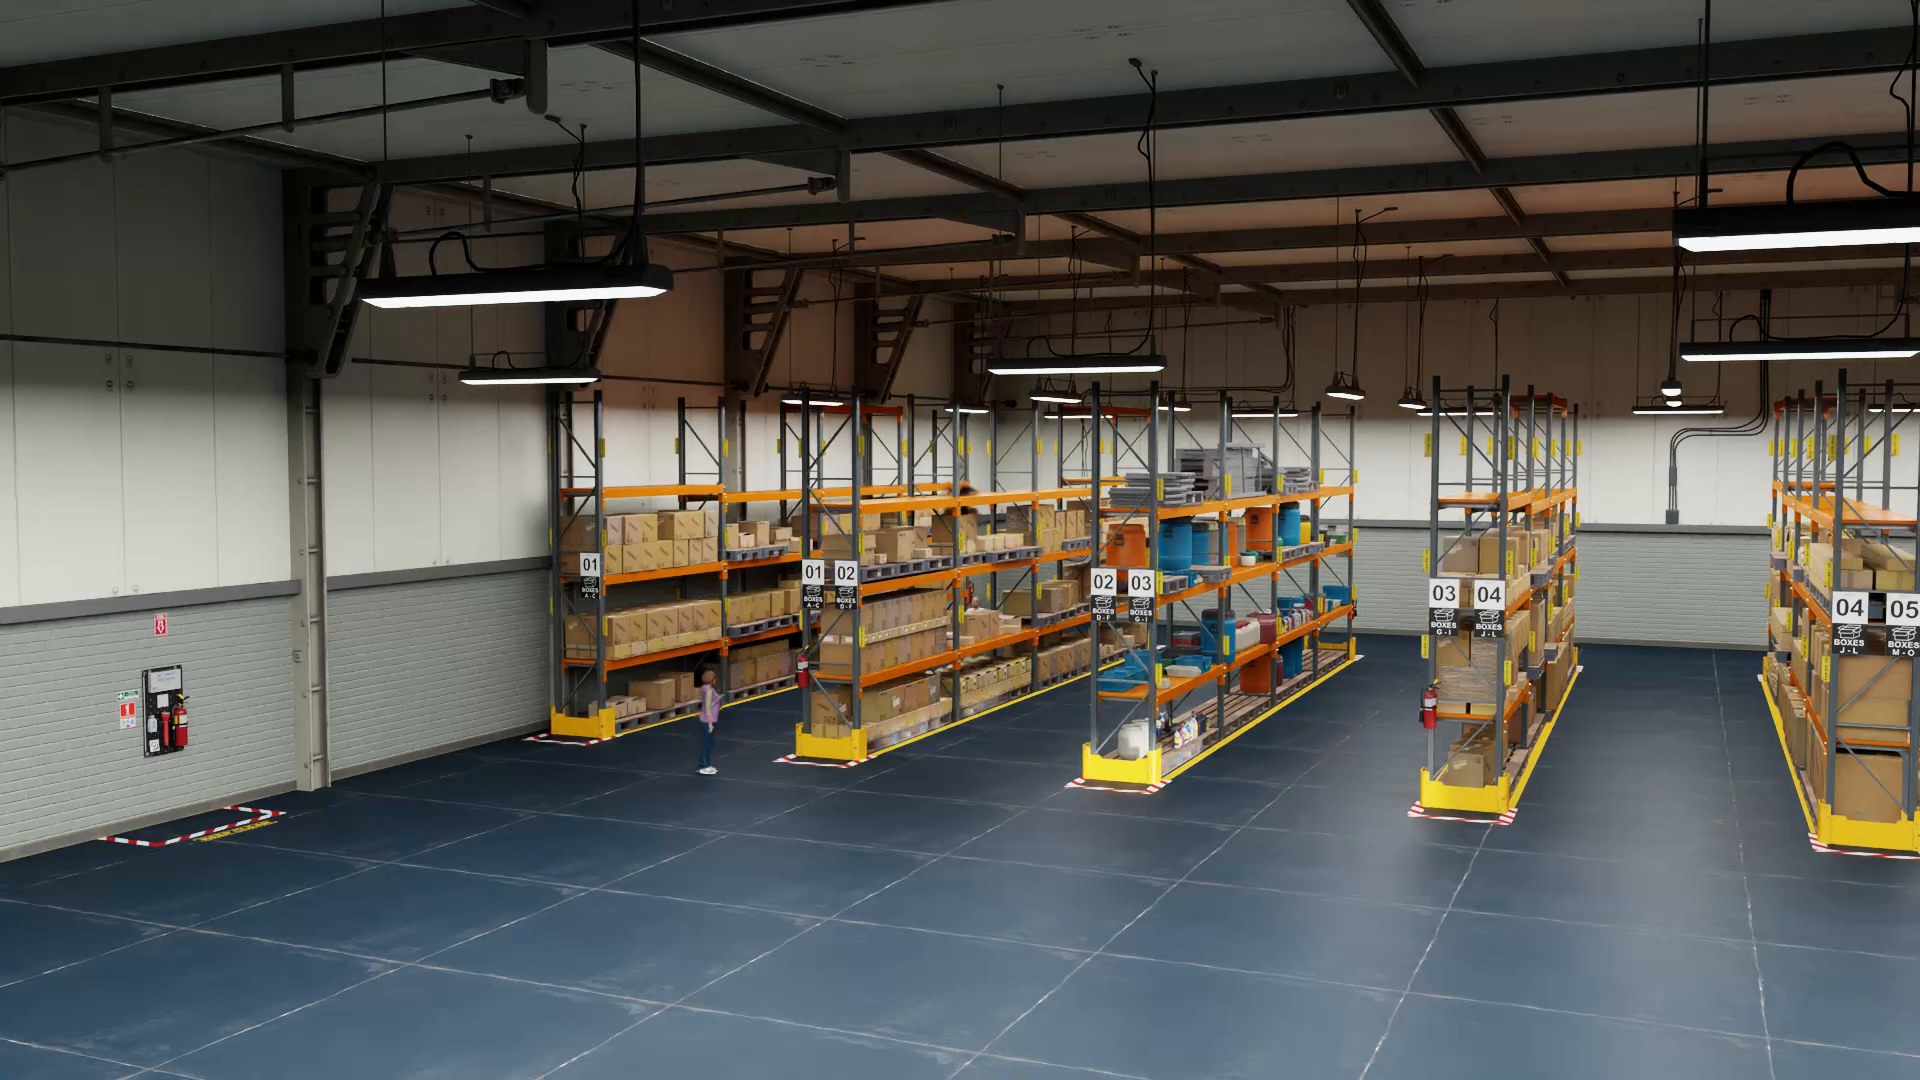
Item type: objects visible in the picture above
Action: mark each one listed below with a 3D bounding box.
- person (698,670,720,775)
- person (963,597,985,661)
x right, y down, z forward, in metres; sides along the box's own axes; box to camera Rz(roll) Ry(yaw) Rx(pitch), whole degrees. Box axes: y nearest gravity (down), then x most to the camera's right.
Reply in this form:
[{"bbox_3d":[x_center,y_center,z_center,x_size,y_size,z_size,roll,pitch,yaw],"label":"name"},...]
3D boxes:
[{"bbox_3d":[-3.857,2.794,25.552,0.343,1.603,0.520,0,3,-7],"label":"person"},{"bbox_3d":[0.310,2.107,36.317,0.629,1.710,1.125,1,3,22],"label":"person"}]
